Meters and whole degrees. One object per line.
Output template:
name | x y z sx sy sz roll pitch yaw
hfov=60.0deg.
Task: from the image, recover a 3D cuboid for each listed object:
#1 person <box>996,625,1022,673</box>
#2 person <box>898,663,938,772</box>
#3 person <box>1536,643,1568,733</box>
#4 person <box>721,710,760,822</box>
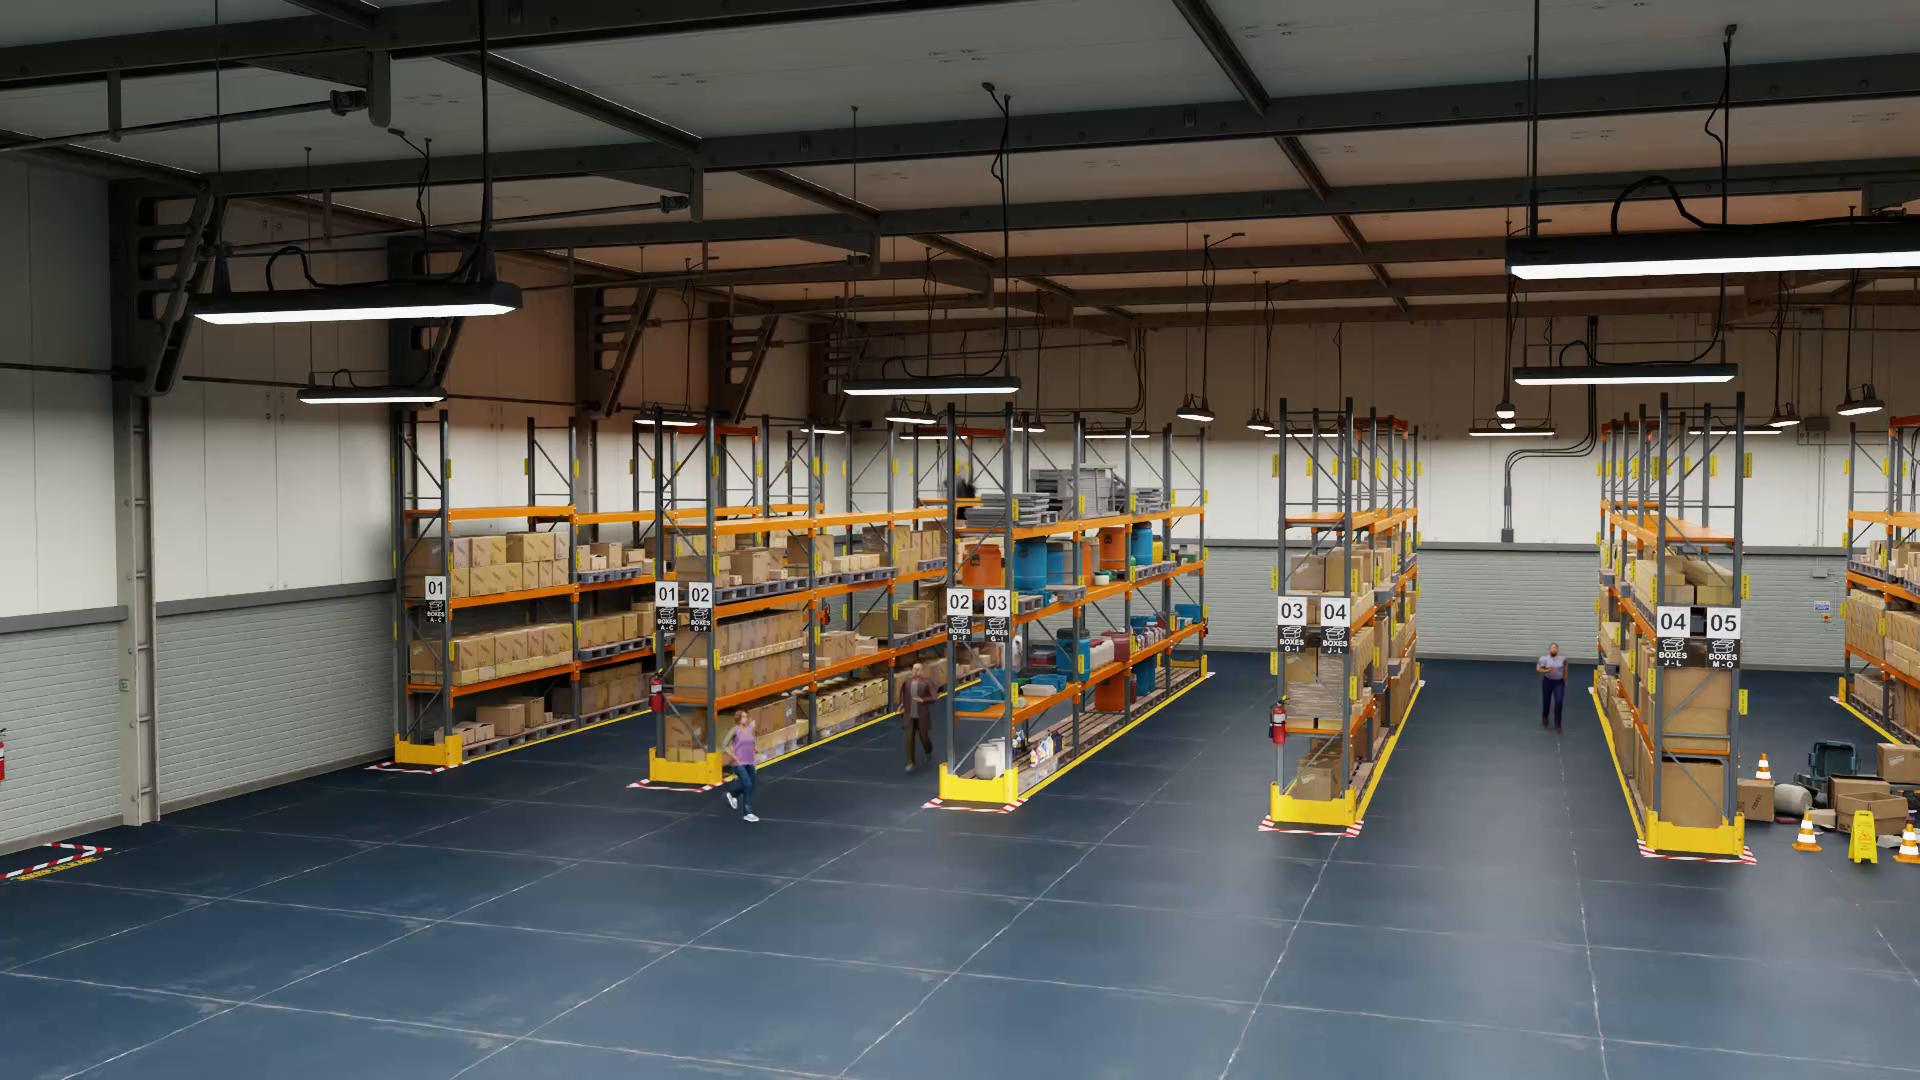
person | 1.080 2.614 35.193 0.653 1.741 0.610 0 2 3
person | -0.721 2.919 27.582 0.713 1.754 0.979 1 3 14
person | 11.353 2.798 31.880 0.607 1.677 0.878 1 2 12
person | -3.134 3.201 23.730 0.730 1.560 0.546 2 3 42
